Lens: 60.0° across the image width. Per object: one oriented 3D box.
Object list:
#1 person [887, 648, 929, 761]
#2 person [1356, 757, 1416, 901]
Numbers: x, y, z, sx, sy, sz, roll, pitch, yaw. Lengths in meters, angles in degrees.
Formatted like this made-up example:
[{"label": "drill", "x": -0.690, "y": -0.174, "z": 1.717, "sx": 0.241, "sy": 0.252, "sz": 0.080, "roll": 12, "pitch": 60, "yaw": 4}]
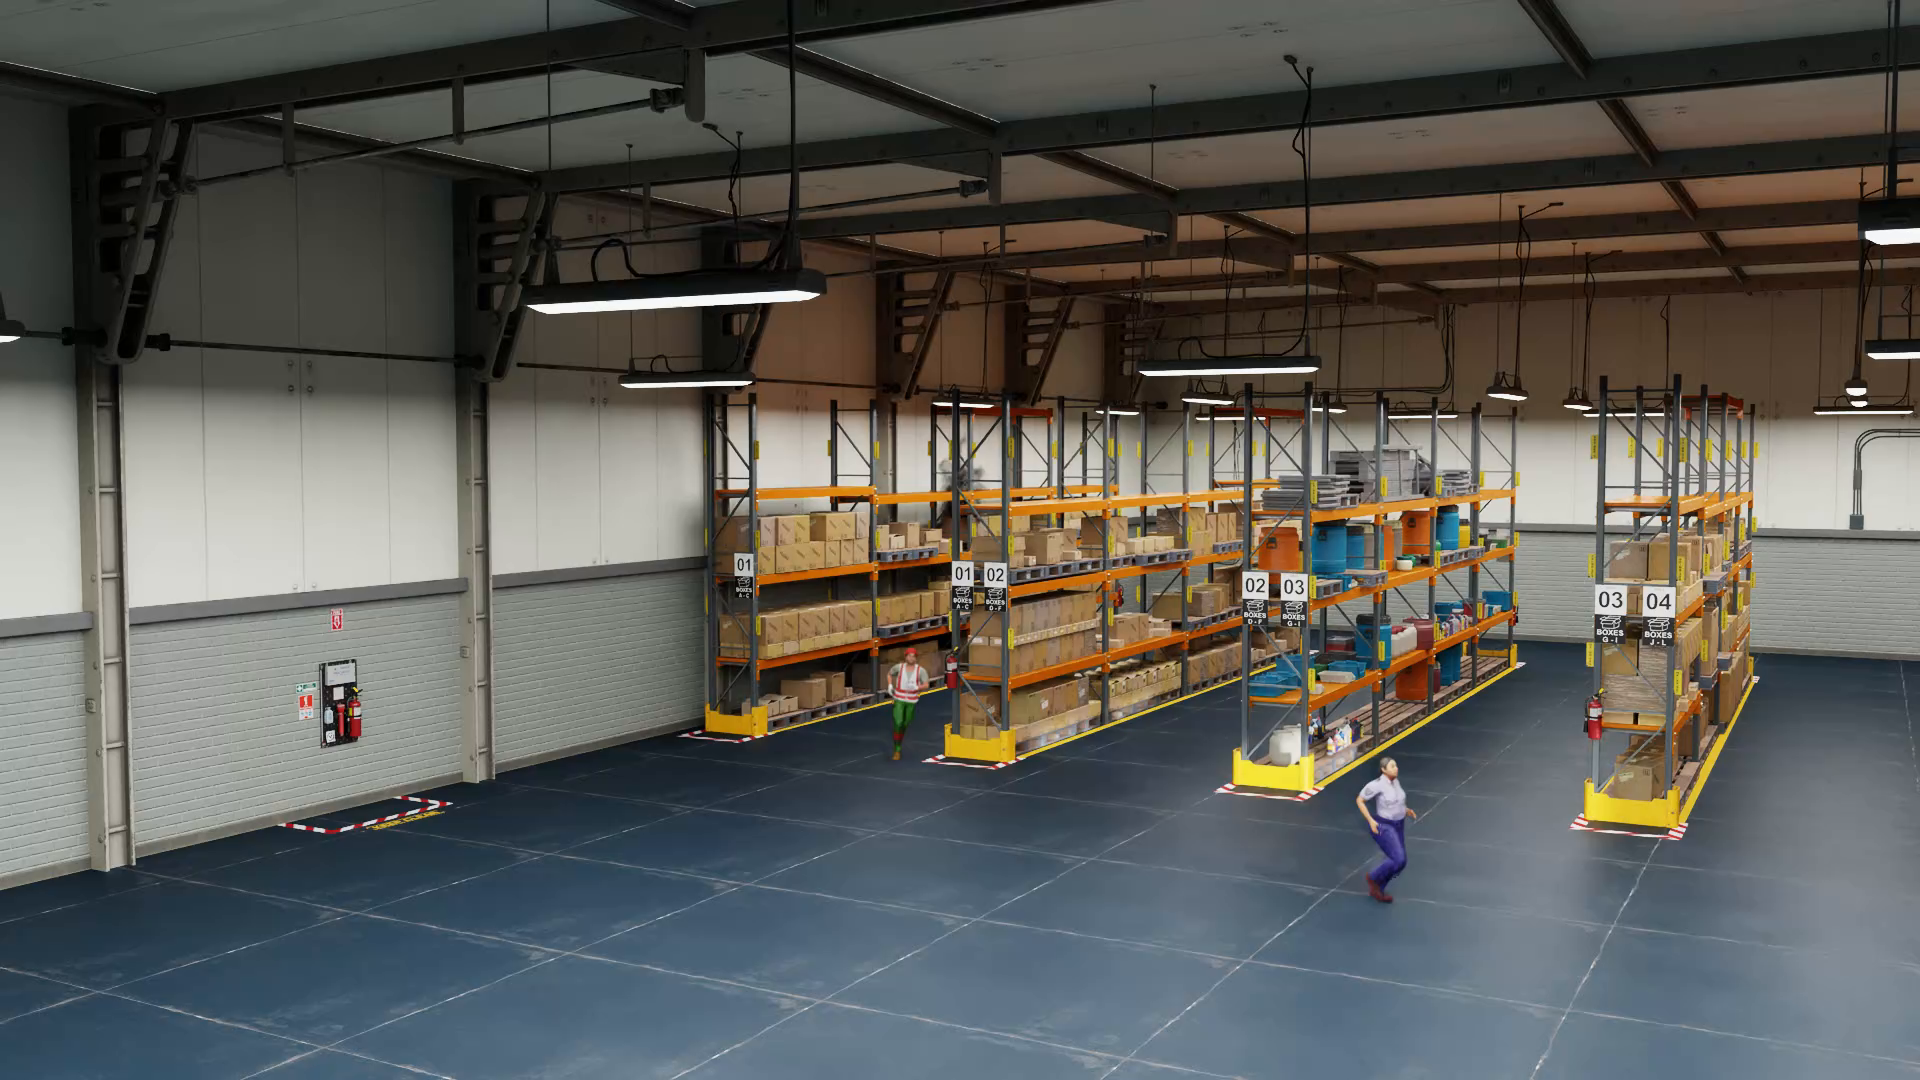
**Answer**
[{"label": "person", "x": -0.847, "y": 2.658, "z": 27.204, "sx": 0.673, "sy": 1.819, "sz": 0.885, "roll": 0, "pitch": 3, "yaw": -8}, {"label": "person", "x": 4.755, "y": 3.206, "z": 18.345, "sx": 0.592, "sy": 1.597, "sz": 0.583, "roll": -3, "pitch": 4, "yaw": -43}]
